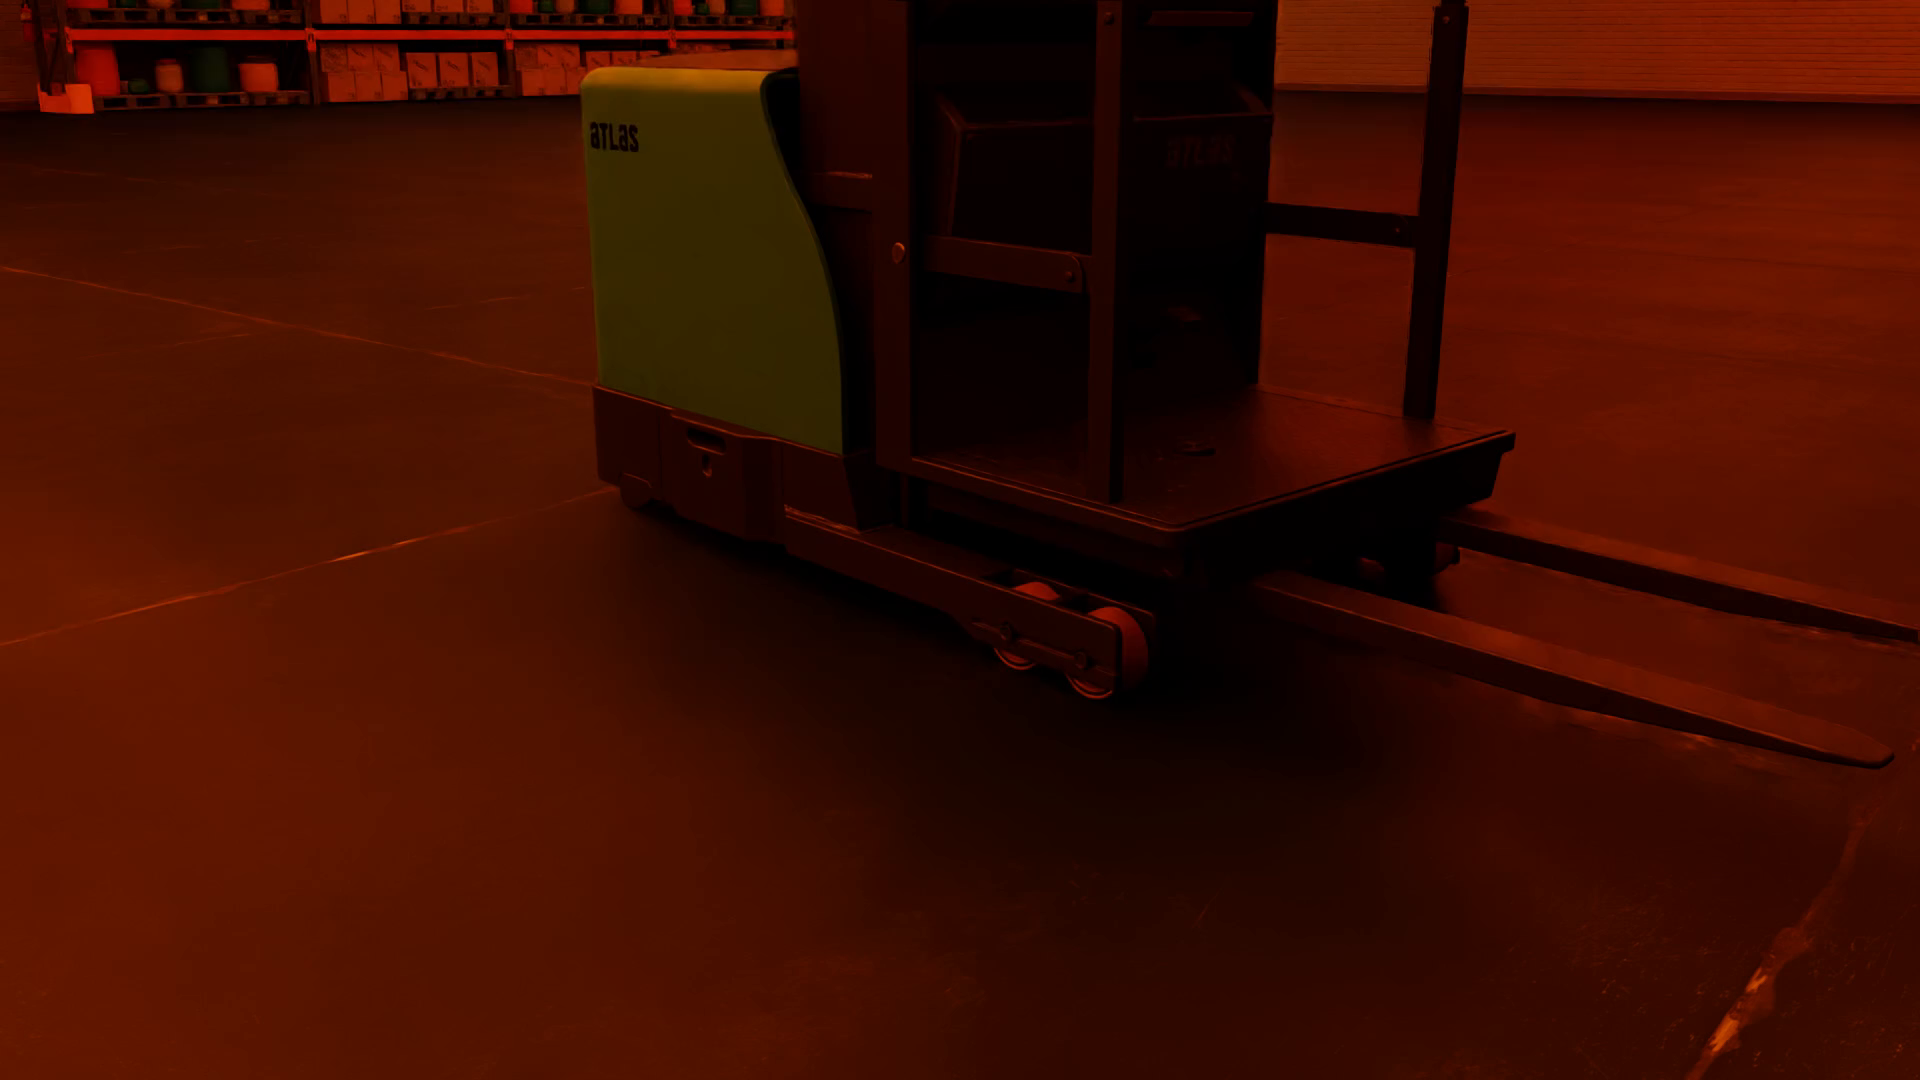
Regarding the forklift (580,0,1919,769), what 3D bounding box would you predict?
[{"bbox_3d":[0.440,-1.282,3.118,1.130,2.935,3.031,-15,22,-40],"label":"forklift"}]
